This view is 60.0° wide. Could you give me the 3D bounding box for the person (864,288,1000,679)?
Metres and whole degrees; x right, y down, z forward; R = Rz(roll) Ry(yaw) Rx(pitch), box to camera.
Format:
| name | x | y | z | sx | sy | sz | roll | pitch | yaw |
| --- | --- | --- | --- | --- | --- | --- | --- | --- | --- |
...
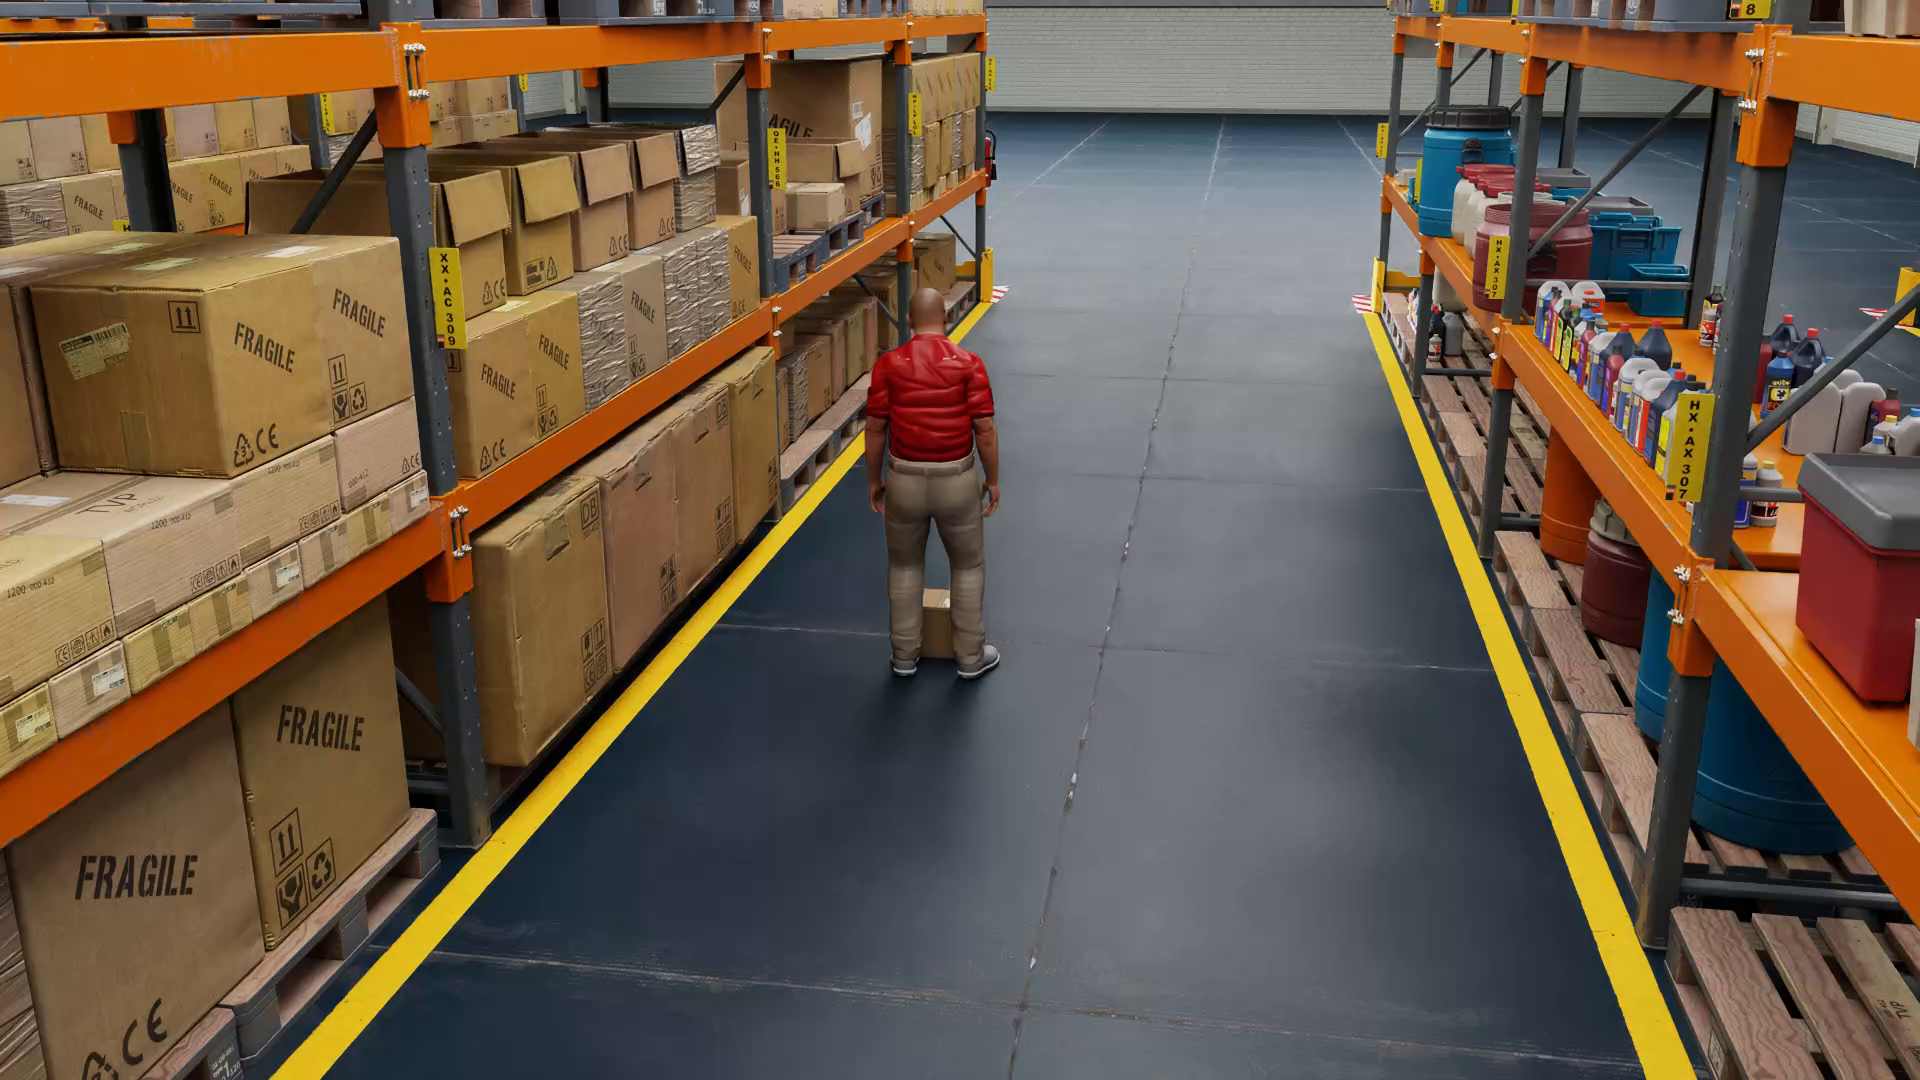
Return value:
| name | x | y | z | sx | sy | sz | roll | pitch | yaw |
| --- | --- | --- | --- | --- | --- | --- | --- | --- | --- |
| person | -0.120 | -0.235 | 7.311 | 0.589 | 1.725 | 0.391 | 2 | 18 | 6 |
